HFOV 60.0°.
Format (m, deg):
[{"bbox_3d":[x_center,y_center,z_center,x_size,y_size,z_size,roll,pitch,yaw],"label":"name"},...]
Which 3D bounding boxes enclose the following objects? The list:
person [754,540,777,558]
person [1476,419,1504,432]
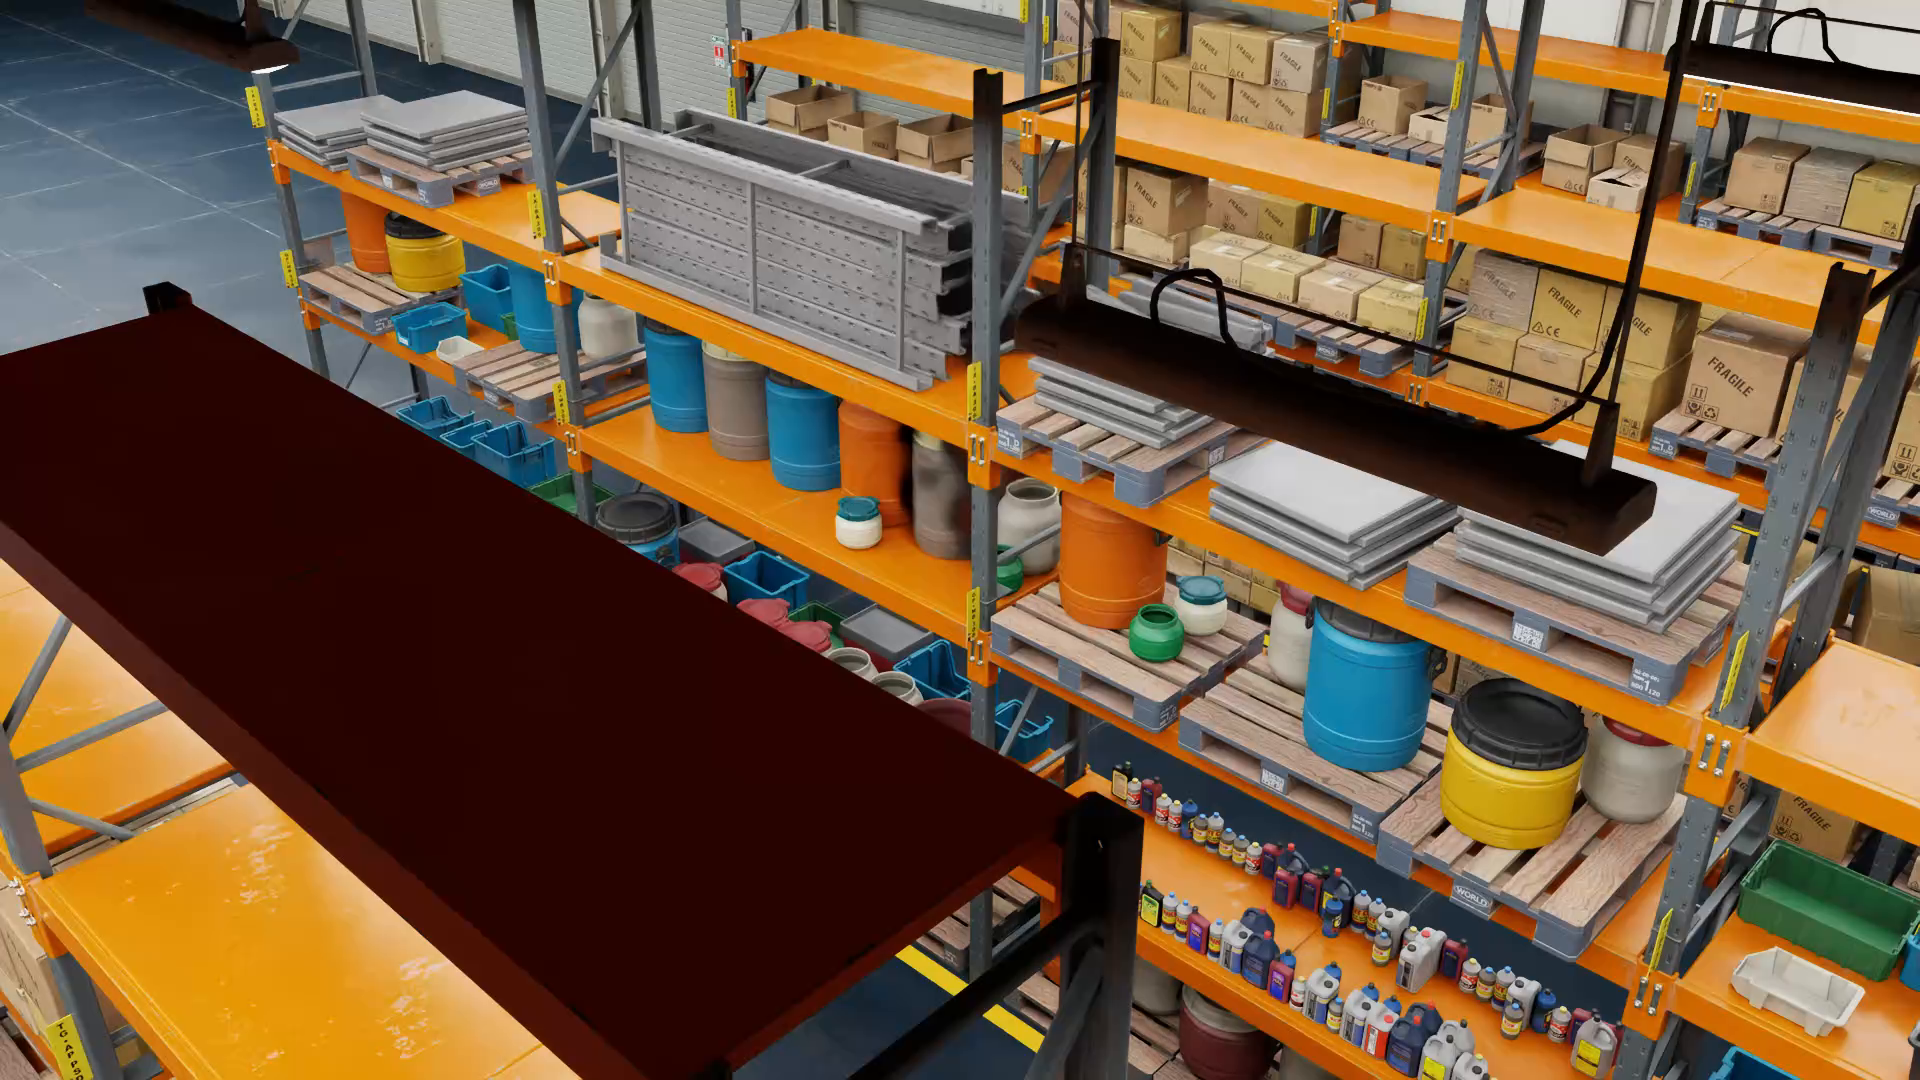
[{"bbox_3d":[-1.876,-0.312,15.190,0.599,1.557,0.623,15,33,25],"label":"person"},{"bbox_3d":[4.843,-0.427,15.358,0.789,1.670,0.495,21,36,33],"label":"person"}]
